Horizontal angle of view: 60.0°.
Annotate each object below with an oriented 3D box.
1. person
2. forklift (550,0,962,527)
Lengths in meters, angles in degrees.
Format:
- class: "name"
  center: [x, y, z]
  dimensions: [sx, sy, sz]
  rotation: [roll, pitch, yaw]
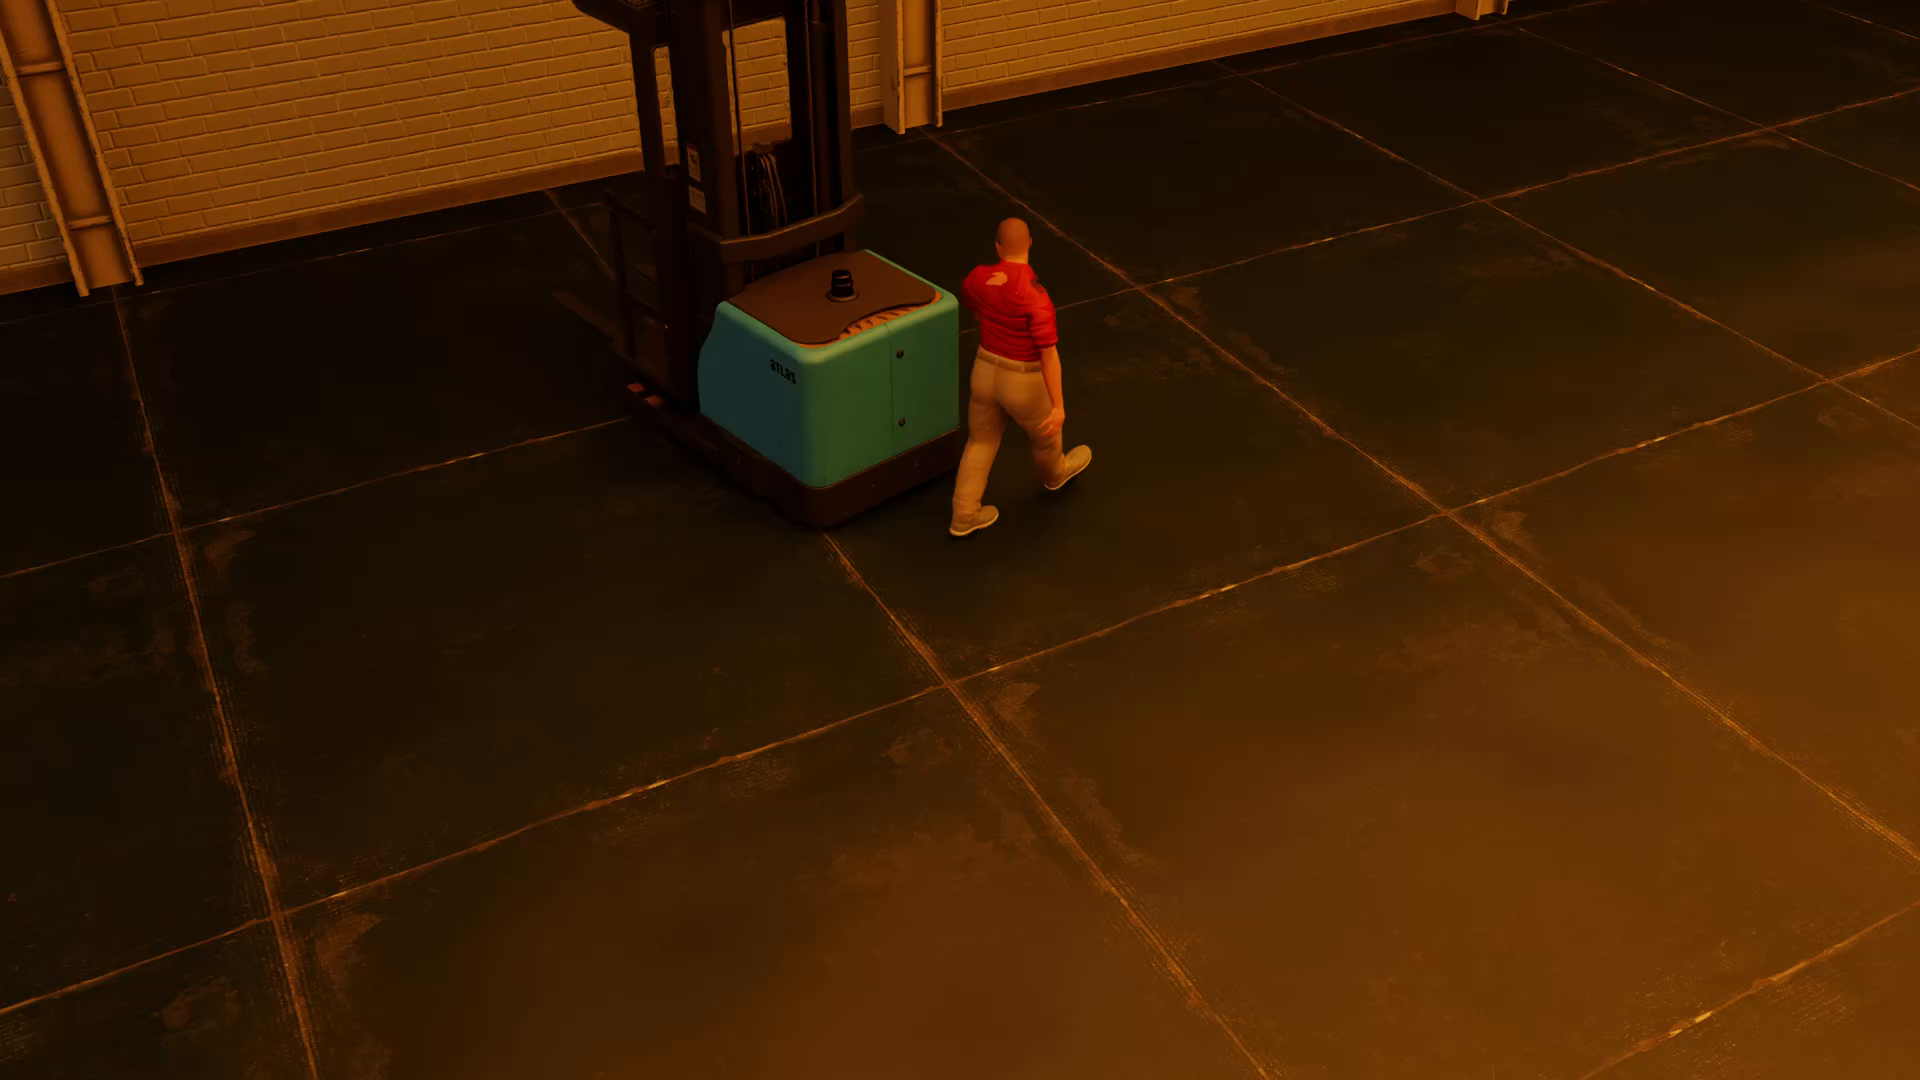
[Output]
- class: "person"
  center: [0.353, -0.854, 8.423]
  dimensions: [0.716, 1.678, 0.932]
  rotation: [24, 42, 30]
- class: "forklift"
  center: [-1.336, -2.036, 9.003]
  dimensions: [1.130, 2.935, 3.031]
  rotation: [-27, 43, -32]
